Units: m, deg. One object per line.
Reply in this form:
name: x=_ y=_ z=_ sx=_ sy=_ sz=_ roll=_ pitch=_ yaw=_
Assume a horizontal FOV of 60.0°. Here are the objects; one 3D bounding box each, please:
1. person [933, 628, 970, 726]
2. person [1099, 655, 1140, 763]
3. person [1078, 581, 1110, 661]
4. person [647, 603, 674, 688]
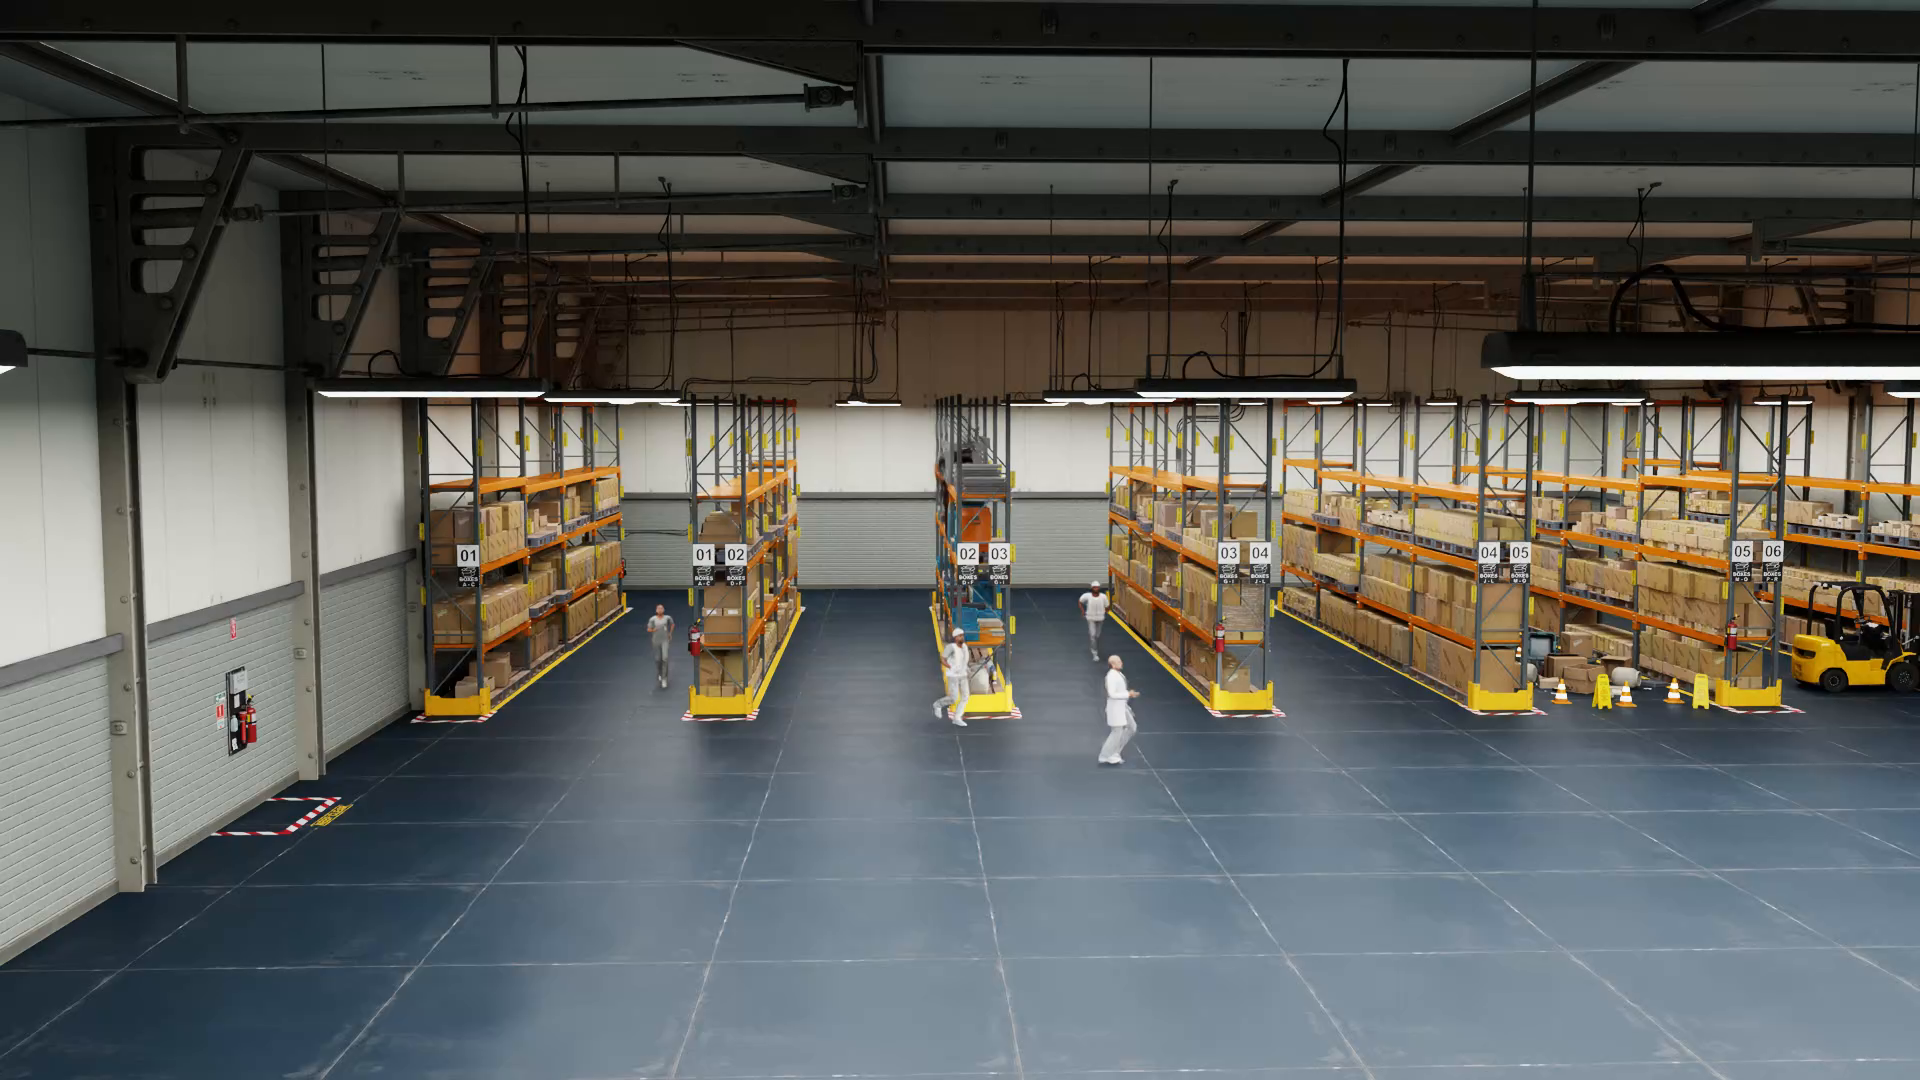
person: x=-0.092 y=2.476 z=30.286 sx=0.728 sy=1.747 sz=0.698 roll=4 pitch=6 yaw=42
person: x=2.583 y=2.741 z=26.774 sx=0.695 sy=1.776 sz=0.688 roll=2 pitch=5 yaw=19
person: x=3.096 y=1.828 z=38.122 sx=0.690 sy=1.779 sz=0.978 roll=-1 pitch=5 yaw=-10
person: x=-6.210 y=2.158 z=34.500 sx=0.555 sy=1.708 sz=0.840 roll=-1 pitch=5 yaw=-8
